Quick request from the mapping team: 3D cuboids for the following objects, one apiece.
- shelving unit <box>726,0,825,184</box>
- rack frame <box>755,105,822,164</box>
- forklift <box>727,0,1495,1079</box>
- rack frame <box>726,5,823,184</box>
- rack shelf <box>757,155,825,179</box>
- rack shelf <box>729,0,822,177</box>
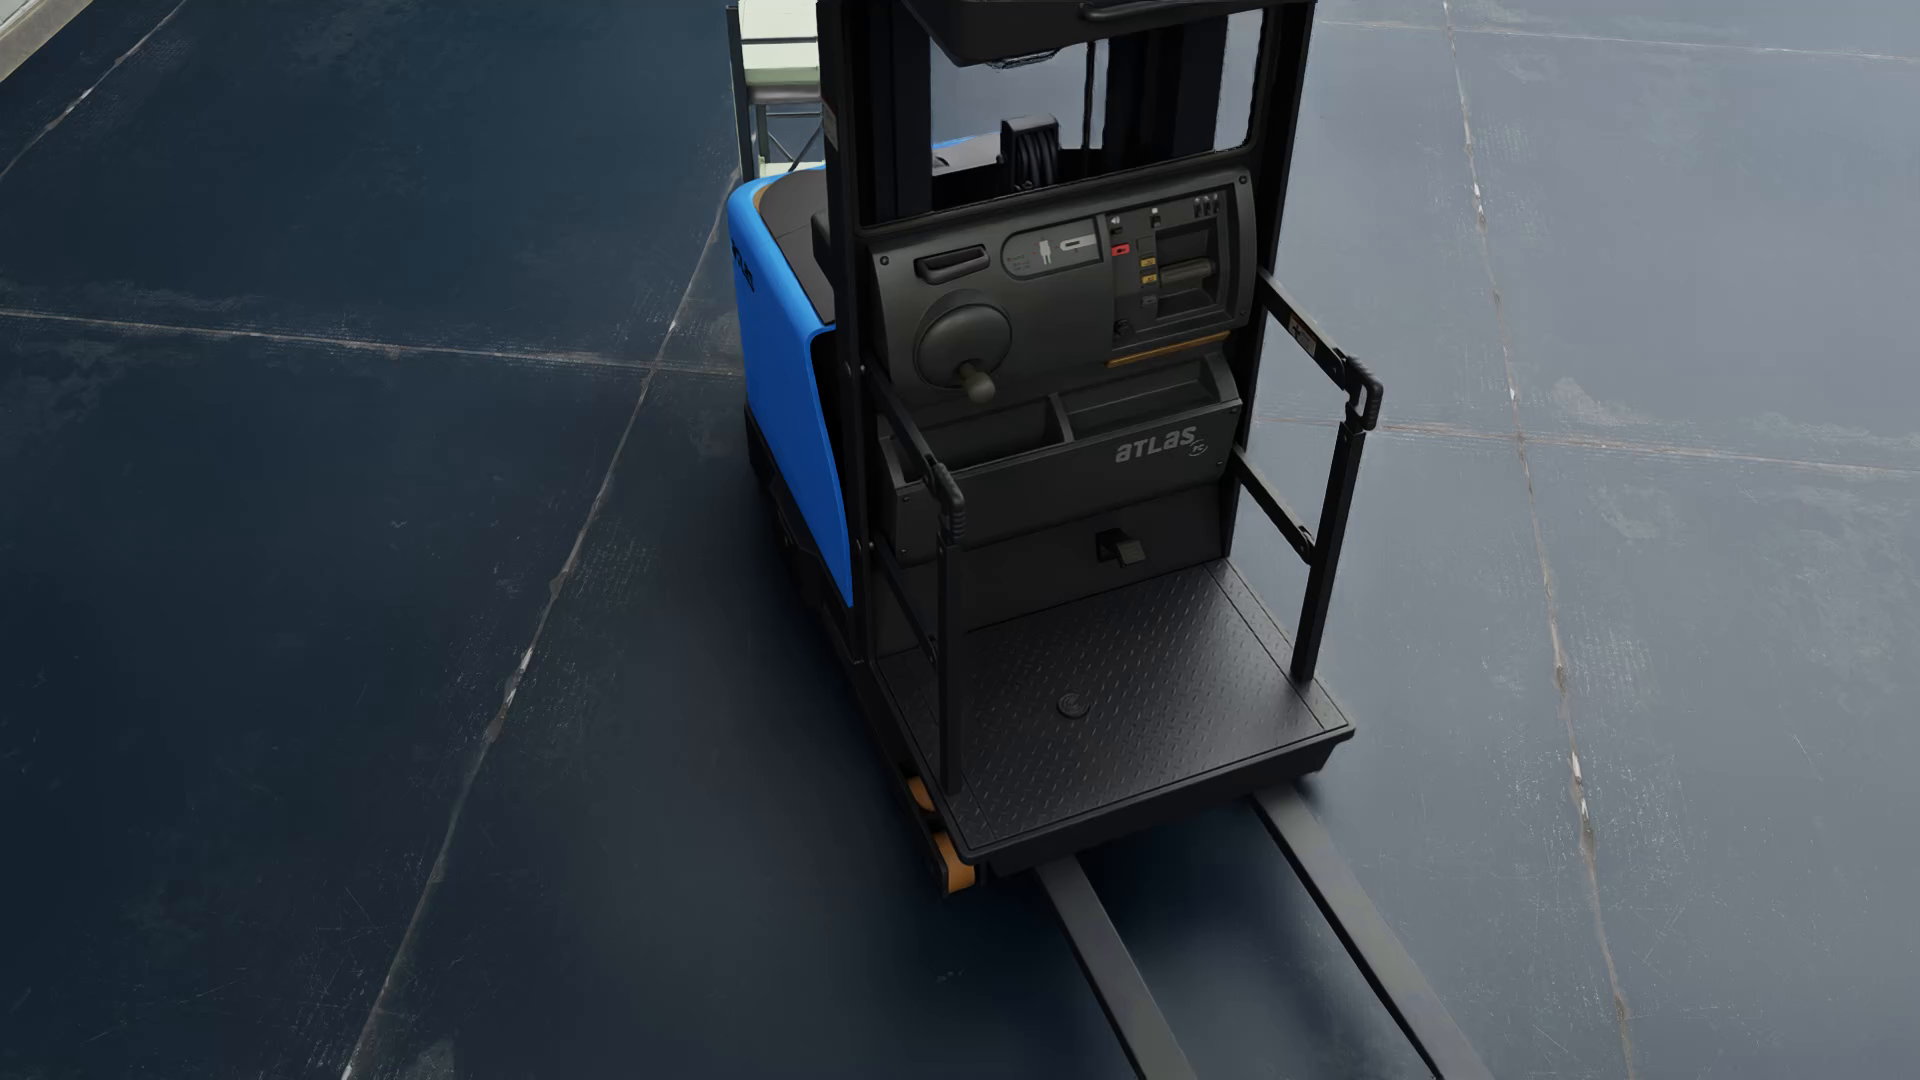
[{"bbox_3d":[-0.475,-1.202,5.429,0.431,1.500,0.755,-2,43,-2],"label":"shelving unit"},{"bbox_3d":[-0.497,-1.453,5.694,0.400,1.500,0.023,-2,43,-2],"label":"rack frame"},{"bbox_3d":[0.335,-0.492,3.638,1.130,2.935,3.031,-15,46,-16],"label":"forklift"},{"bbox_3d":[-0.454,-0.951,5.163,0.400,1.500,0.023,-2,43,-2],"label":"rack frame"},{"bbox_3d":[-0.475,-0.965,5.653,0.431,0.370,0.720,-2,43,-2],"label":"rack shelf"},{"bbox_3d":[-0.475,-1.485,5.160,0.431,0.370,0.720,-2,43,-2],"label":"rack shelf"}]
